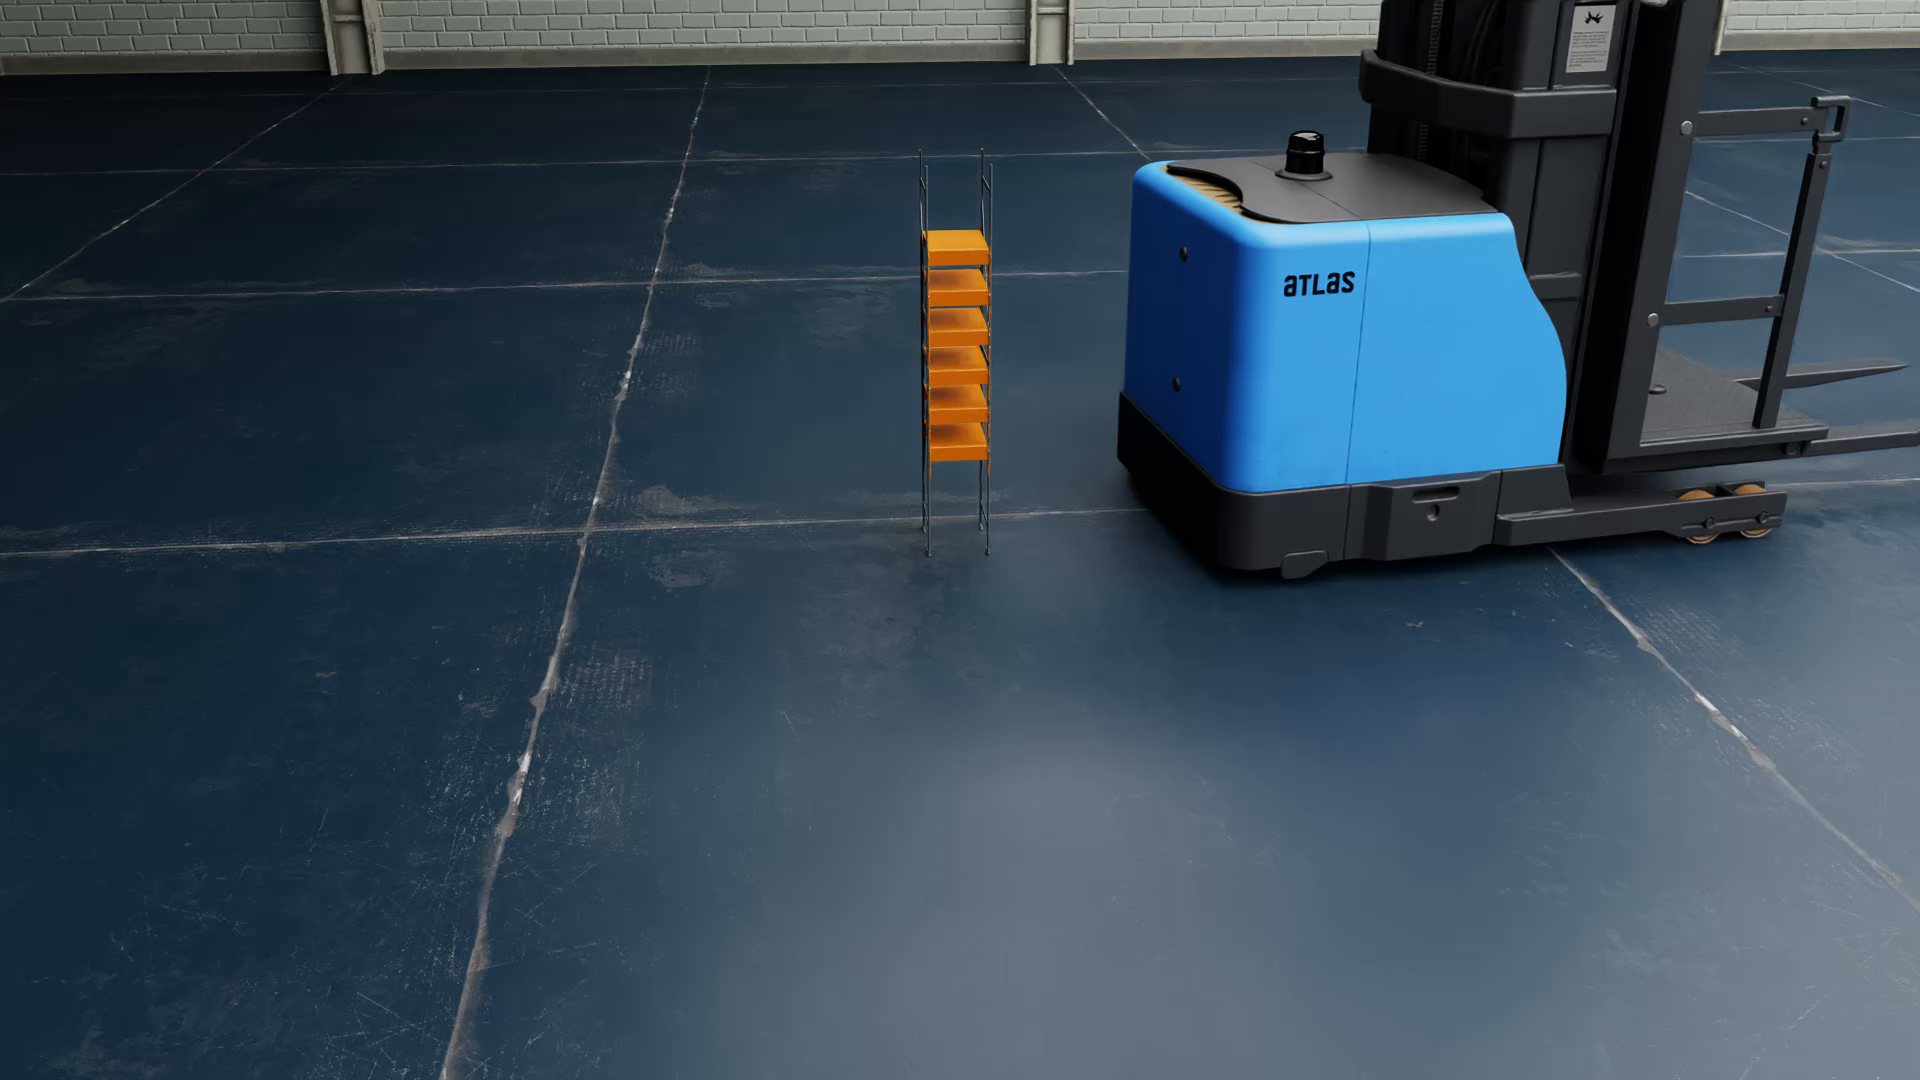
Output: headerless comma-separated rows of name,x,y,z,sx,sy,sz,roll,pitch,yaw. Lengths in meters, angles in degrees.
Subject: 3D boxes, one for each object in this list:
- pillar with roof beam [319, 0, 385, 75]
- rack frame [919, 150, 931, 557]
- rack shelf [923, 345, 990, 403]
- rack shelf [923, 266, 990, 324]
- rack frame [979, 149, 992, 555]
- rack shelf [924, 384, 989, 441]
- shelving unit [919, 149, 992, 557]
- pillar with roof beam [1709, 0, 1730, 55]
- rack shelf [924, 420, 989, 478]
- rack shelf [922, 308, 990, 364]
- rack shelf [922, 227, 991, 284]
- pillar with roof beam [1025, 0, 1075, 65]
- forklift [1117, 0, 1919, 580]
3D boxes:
pillar with roof beam,-4.753,-6.398,8.566,0.400,9.000,9.100,-2,24,-5
rack frame,-0.105,-0.544,4.997,0.006,1.200,0.240,-2,24,-5
rack shelf,-0.014,-0.507,5.023,0.180,0.103,0.258,-2,24,-5
rack shelf,-0.014,-0.726,4.926,0.180,0.103,0.258,-2,24,-5
rack frame,0.077,-0.551,5.013,0.006,1.200,0.240,-2,24,-5
rack shelf,-0.014,-0.397,5.072,0.180,0.103,0.258,-2,24,-5
shelving unit,-0.014,-0.548,5.005,0.189,1.200,0.258,-2,24,-5
pillar with roof beam,7.189,-6.877,9.644,0.400,9.000,9.100,-2,24,-5
rack shelf,-0.014,-0.288,5.121,0.180,0.103,0.258,-2,24,-5
rack shelf,-0.014,-0.617,4.974,0.180,0.103,0.258,-2,24,-5
rack shelf,-0.014,-0.836,4.877,0.180,0.103,0.258,-2,24,-5
pillar with roof beam,1.218,-6.638,9.105,0.400,9.000,9.100,-2,24,-5
forklift,2.113,-1.529,5.081,3.031,2.935,1.130,-6,25,-13
